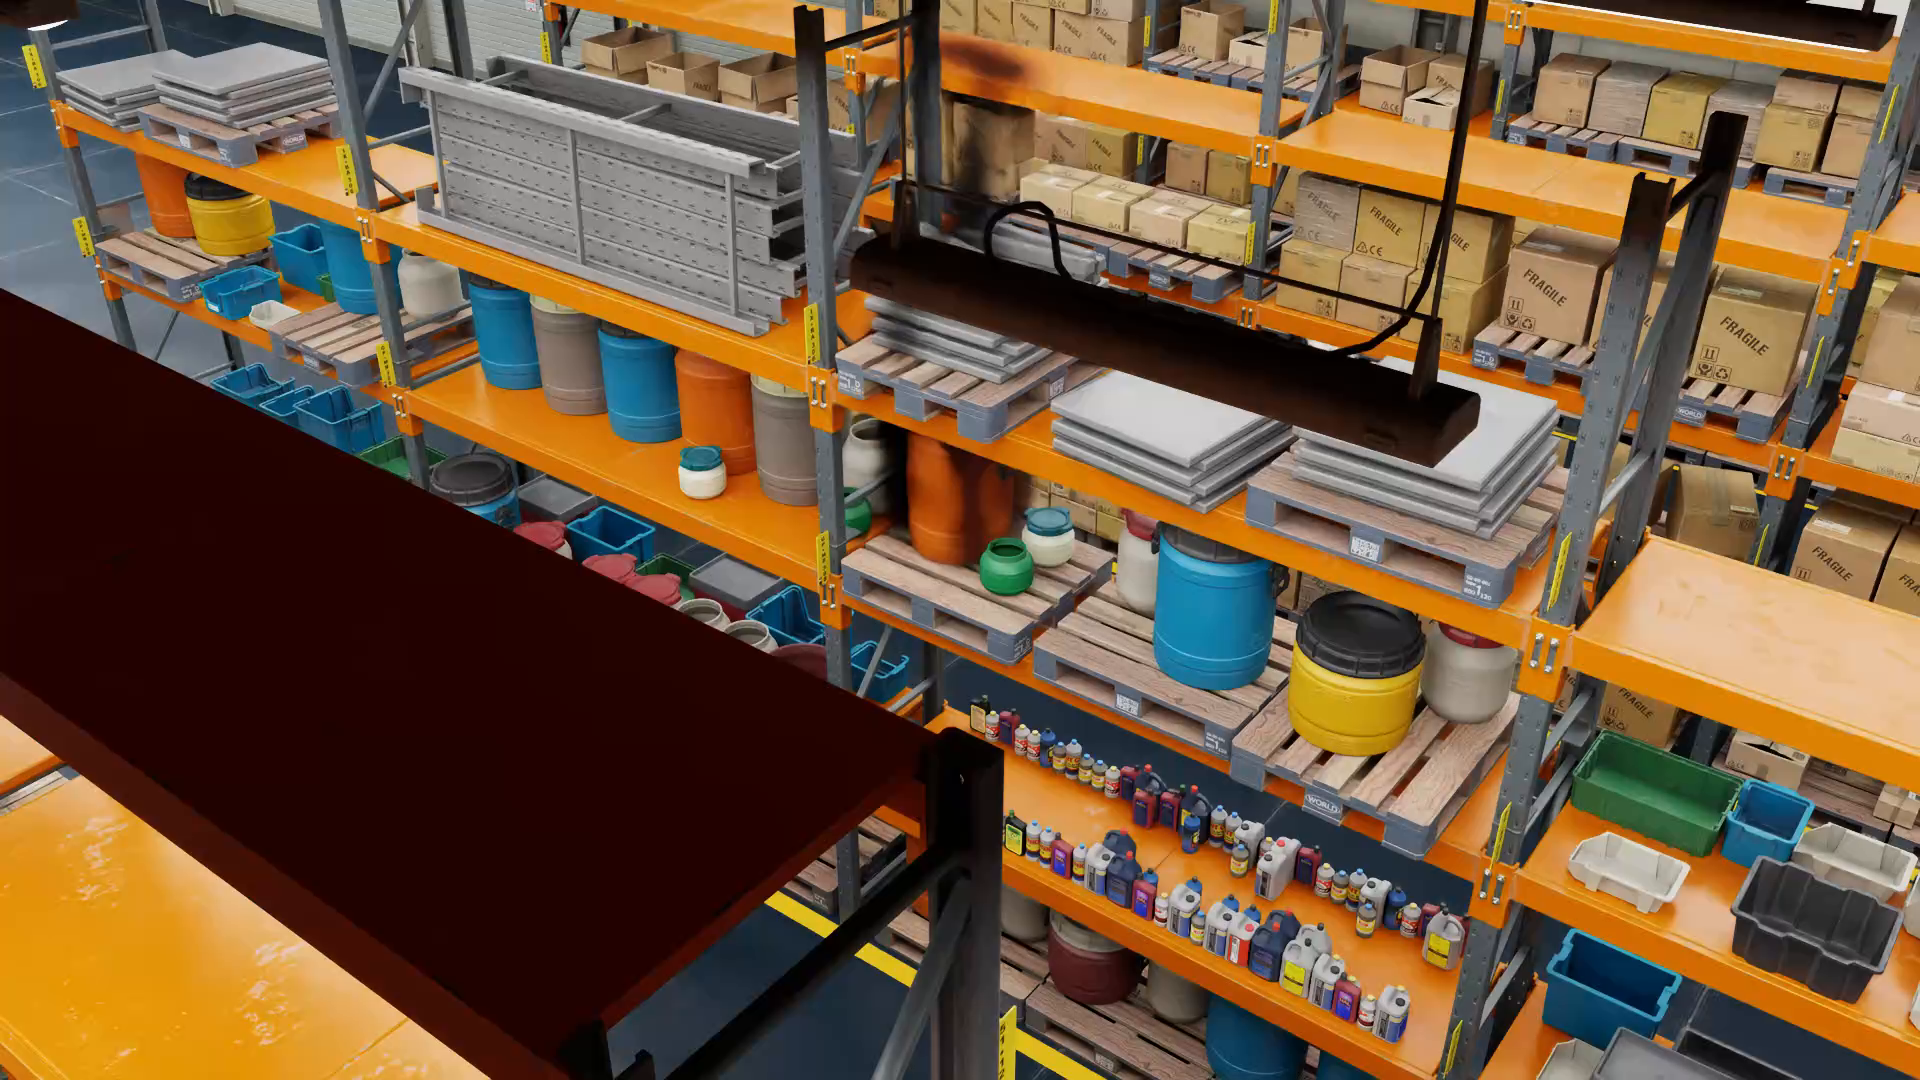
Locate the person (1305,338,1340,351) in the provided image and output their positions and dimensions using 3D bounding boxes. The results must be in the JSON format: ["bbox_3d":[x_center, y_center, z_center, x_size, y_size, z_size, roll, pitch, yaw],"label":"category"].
[{"bbox_3d":[3.666,-1.425,16.067,1.016,1.721,0.704,17,36,26],"label":"person"}]
